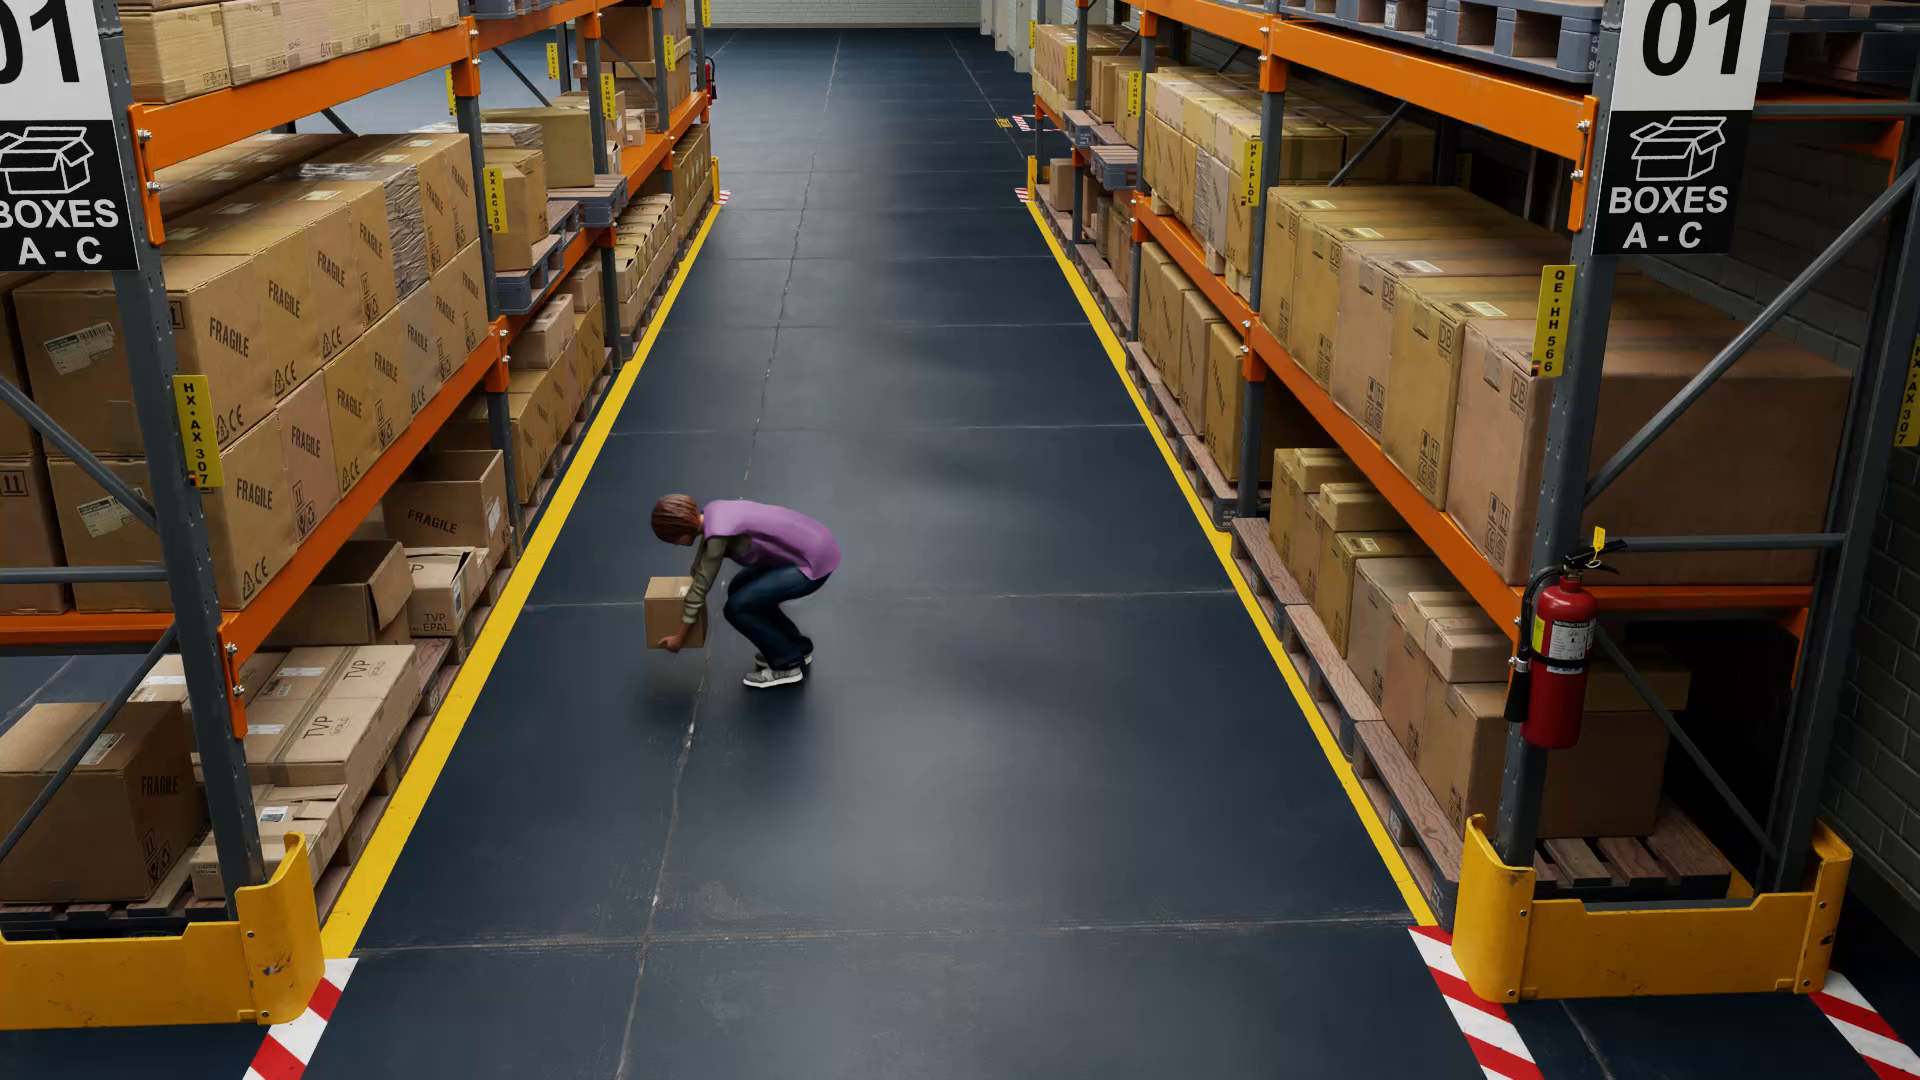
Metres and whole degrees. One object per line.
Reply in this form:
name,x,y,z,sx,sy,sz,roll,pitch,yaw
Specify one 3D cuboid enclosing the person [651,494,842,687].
person,-0.952,0.210,7.537,0.840,0.895,0.422,-2,21,-5
